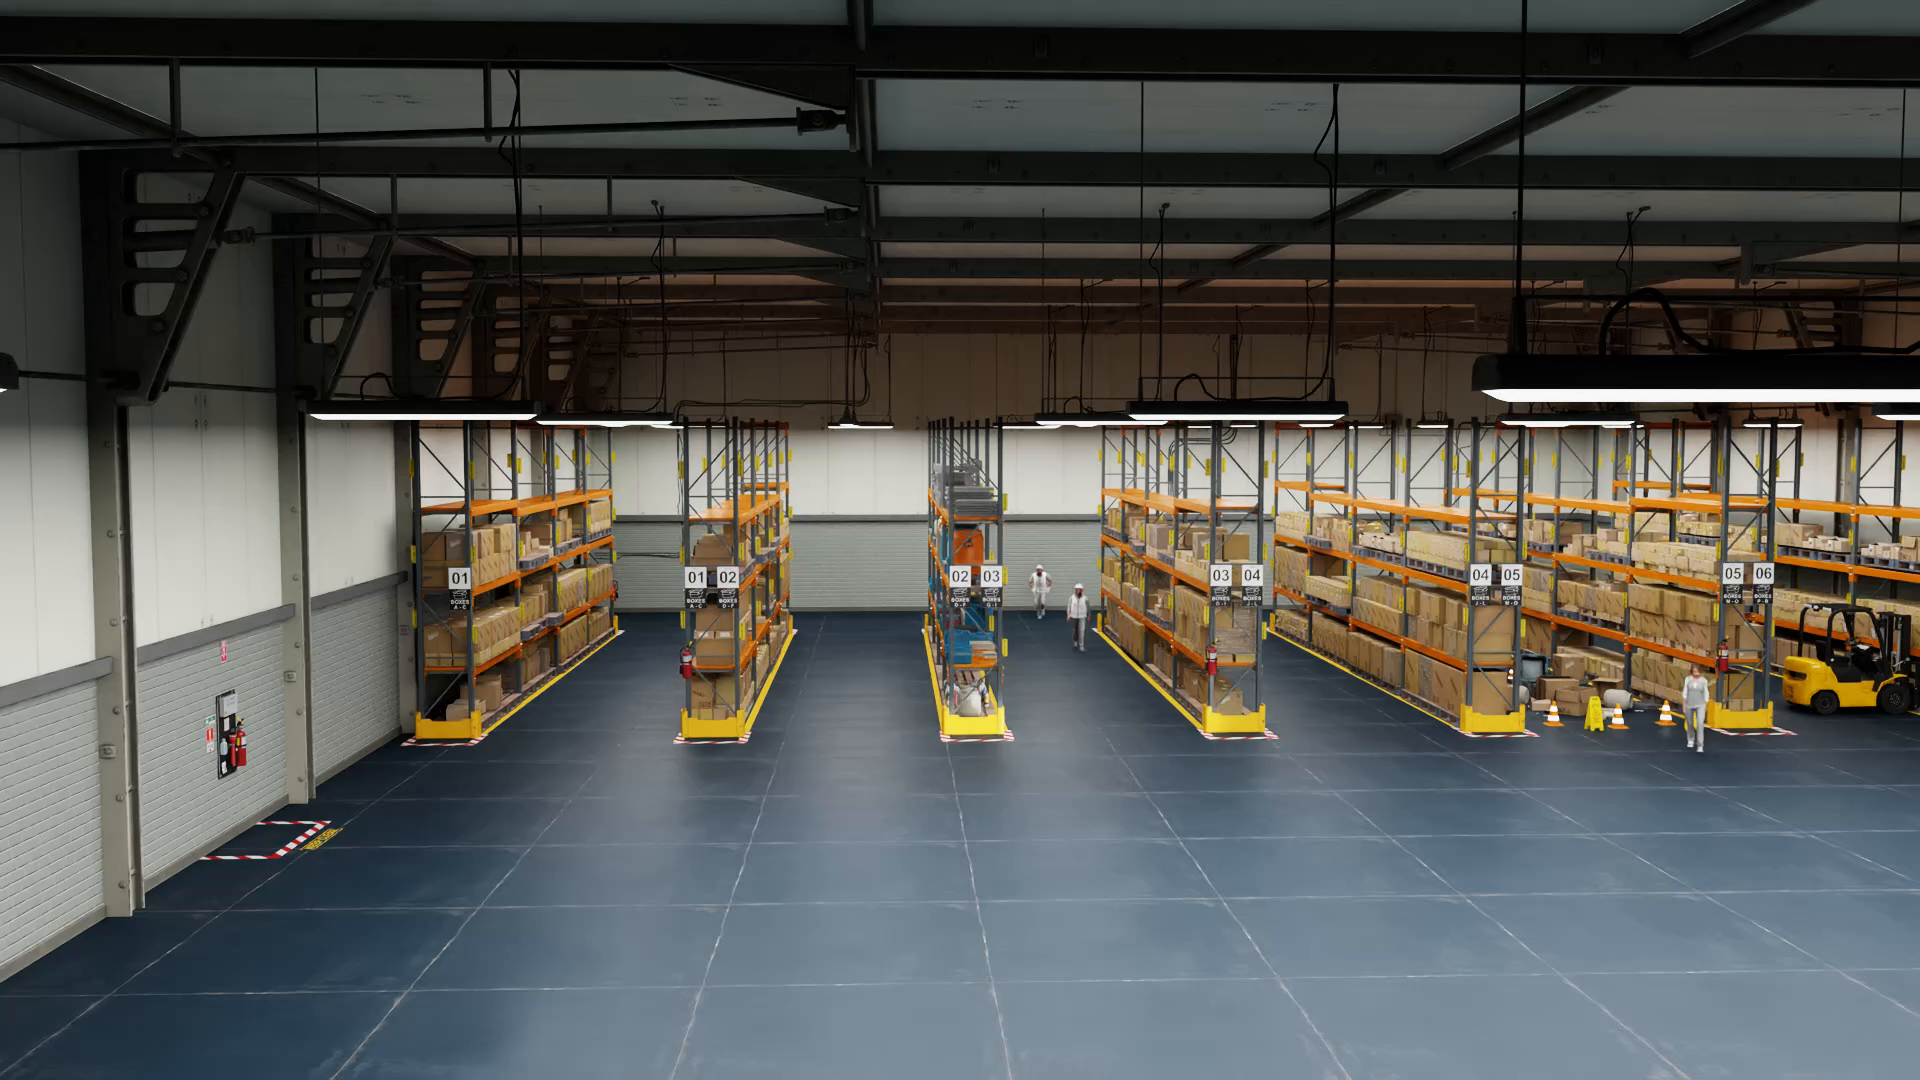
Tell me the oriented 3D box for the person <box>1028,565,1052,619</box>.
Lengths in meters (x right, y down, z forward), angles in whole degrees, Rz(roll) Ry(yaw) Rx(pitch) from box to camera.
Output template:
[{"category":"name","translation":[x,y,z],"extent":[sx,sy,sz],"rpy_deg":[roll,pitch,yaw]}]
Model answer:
[{"category":"person","translation":[2.450,1.579,50.713],"extent":[0.717,1.682,0.654],"rpy_deg":[0,4,6]}]

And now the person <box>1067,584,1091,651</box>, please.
[{"category":"person","translation":[3.111,2.007,43.535],"extent":[0.606,1.713,1.076],"rpy_deg":[0,4,6]}]

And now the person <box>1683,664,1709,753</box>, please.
[{"category":"person","translation":[13.165,2.998,29.780],"extent":[0.415,1.551,0.817],"rpy_deg":[3,5,35]}]
